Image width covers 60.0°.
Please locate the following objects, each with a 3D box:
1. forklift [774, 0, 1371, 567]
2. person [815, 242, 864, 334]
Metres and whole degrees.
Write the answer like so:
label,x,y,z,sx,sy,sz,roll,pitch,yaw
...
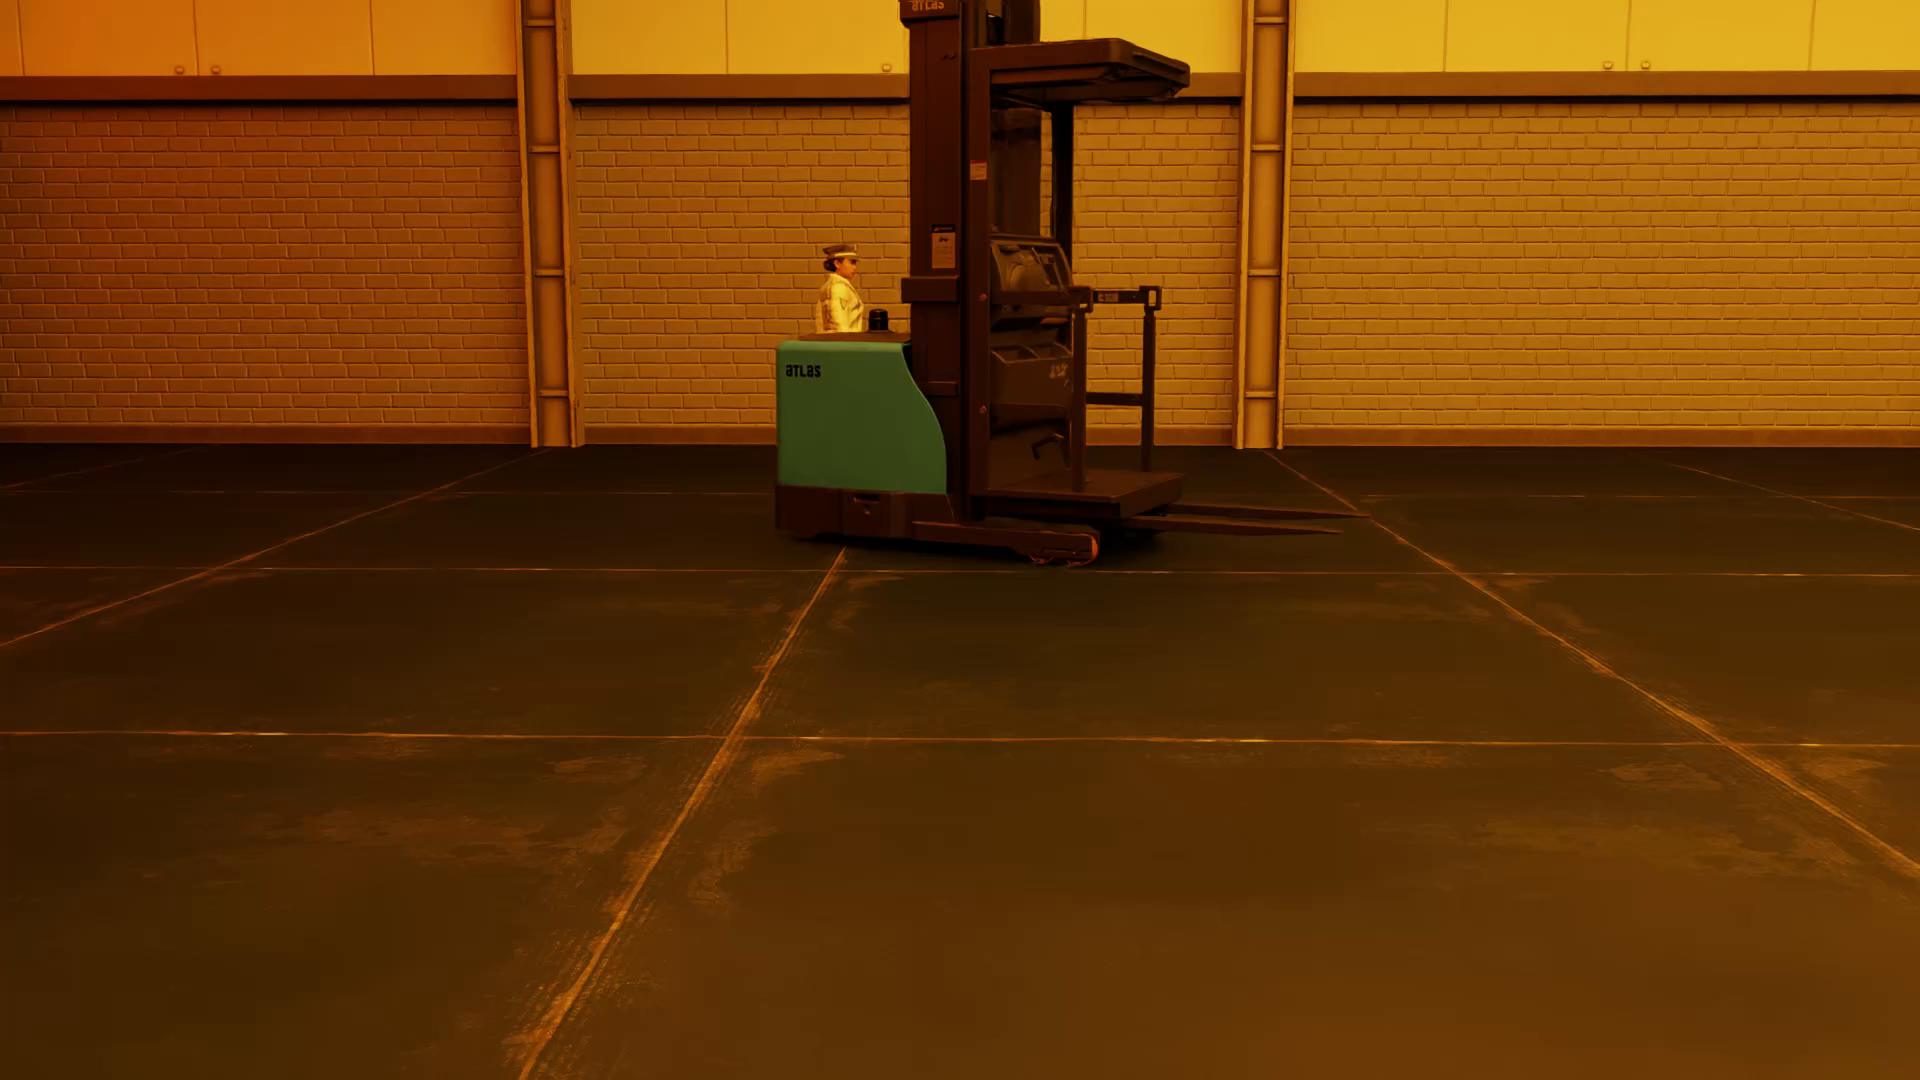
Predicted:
label,x,y,z,sx,sy,sz,roll,pitch,yaw
forklift,0.558,-1.410,8.525,3.031,2.935,1.130,4,10,26
person,-0.802,-1.285,11.901,0.412,1.670,0.630,-4,10,-25
